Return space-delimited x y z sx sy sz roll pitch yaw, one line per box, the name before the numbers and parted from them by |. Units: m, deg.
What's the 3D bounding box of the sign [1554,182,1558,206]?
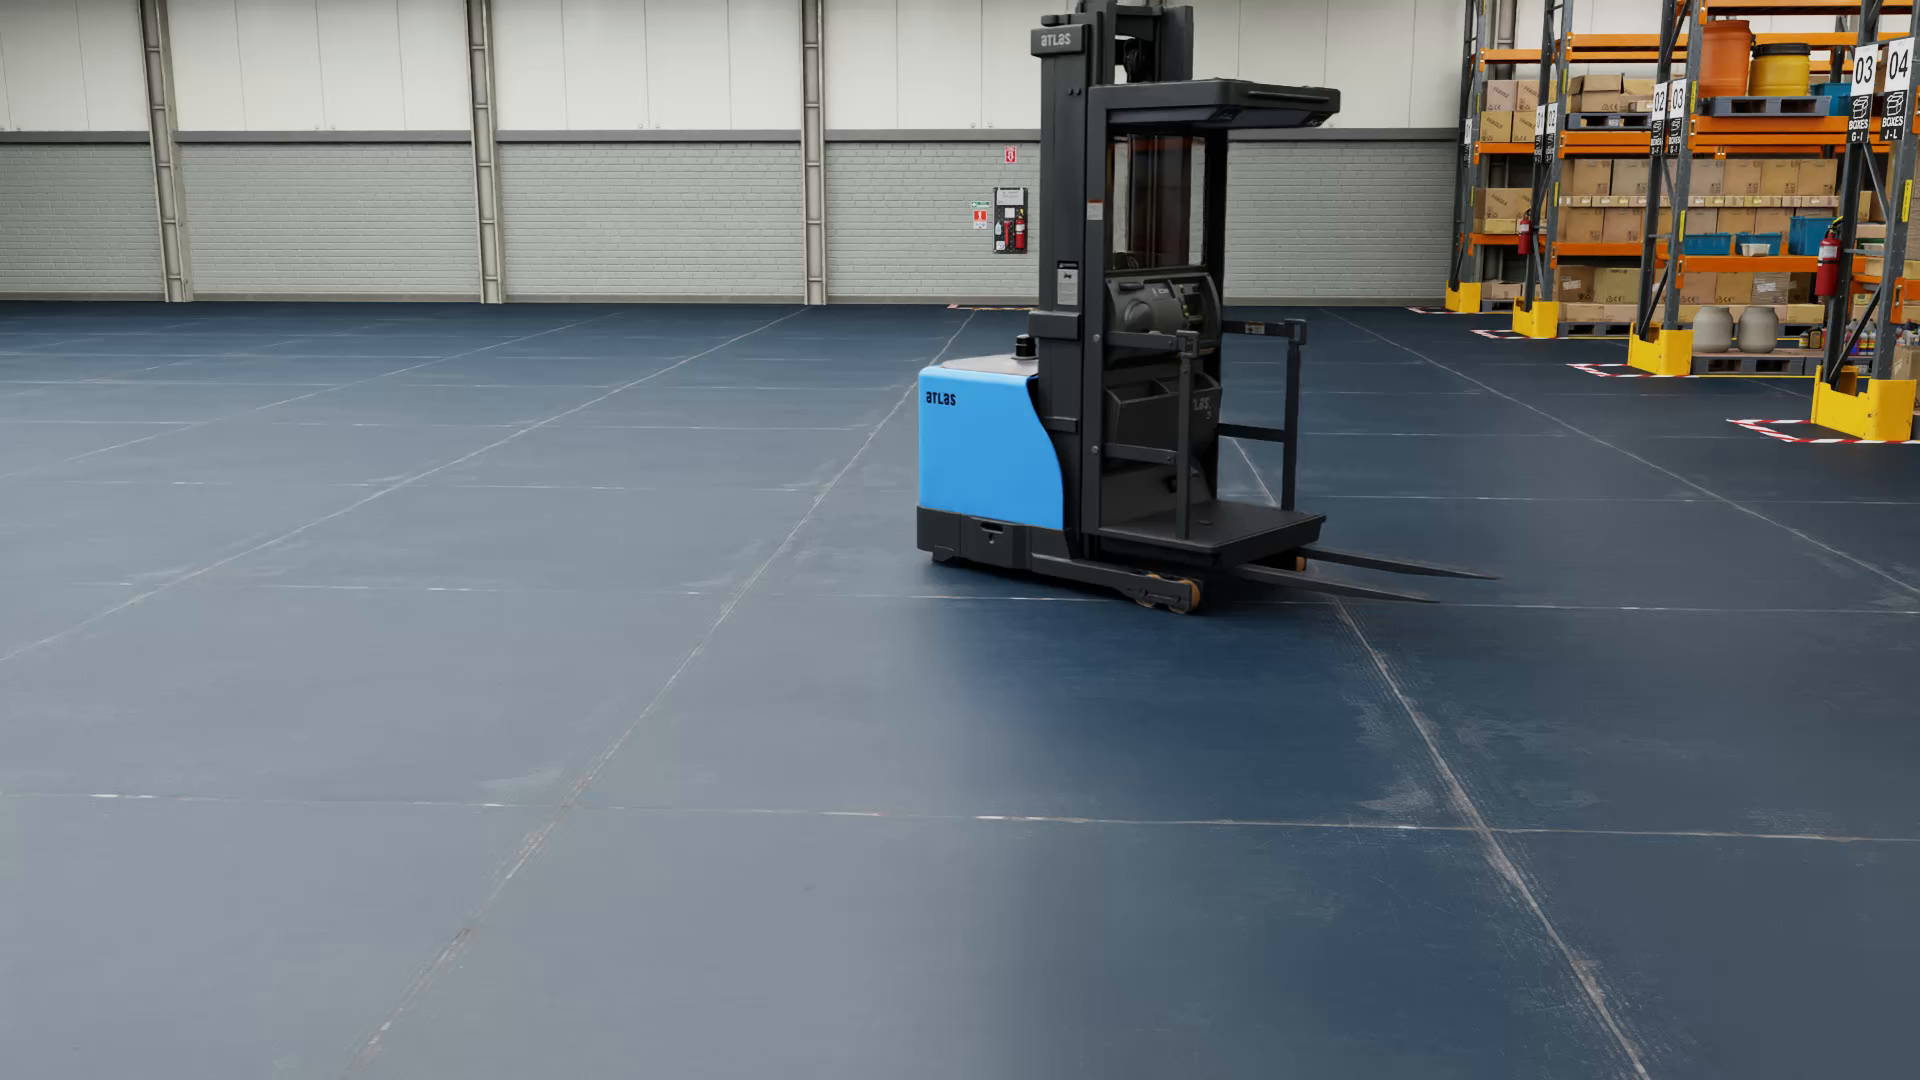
sign | 8.229 -4.773 22.954 0.005 0.325 0.100 1 12 4

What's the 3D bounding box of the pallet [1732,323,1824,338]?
pallet | 11.472 -3.024 23.709 1.213 0.211 1.003 1 12 4

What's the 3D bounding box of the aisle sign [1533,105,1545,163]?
aisle sign | 8.226 -5.758 23.617 0.004 0.787 0.394 1 12 4

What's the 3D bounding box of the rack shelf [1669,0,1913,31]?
rack shelf | 9.933 -5.773 18.124 4.000 0.370 1.077 1 12 4

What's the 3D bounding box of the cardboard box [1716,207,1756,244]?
cardboard box | 10.793 -4.437 23.408 0.500 0.500 0.700 1 12 5

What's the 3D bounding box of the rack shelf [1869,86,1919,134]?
rack shelf | 9.602 -3.489 13.553 4.000 0.370 1.077 1 12 4

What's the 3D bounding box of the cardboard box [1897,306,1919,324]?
cardboard box | 13.159 -3.166 23.266 0.500 0.250 0.500 1 12 5

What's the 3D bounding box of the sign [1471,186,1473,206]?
sign | 8.563 -5.749 27.812 0.005 0.325 0.100 1 12 4

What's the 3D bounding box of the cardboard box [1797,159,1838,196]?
cardboard box | 11.820 -5.058 23.210 0.500 0.500 0.700 1 12 4

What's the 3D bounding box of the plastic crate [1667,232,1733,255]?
plastic crate | 8.457 -3.394 19.029 0.616 0.251 0.499 1 12 4

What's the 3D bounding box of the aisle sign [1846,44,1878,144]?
aisle sign | 7.565 -3.735 13.948 0.004 0.787 0.394 1 12 4

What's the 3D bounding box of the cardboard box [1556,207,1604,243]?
cardboard box | 8.737 -4.464 23.539 0.500 0.500 0.700 1 12 4

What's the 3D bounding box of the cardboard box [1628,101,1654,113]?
cardboard box | 9.434 -5.991 23.004 0.250 0.149 0.380 1 12 4

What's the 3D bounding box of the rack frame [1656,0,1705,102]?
rack frame | 7.937 -6.349 18.140 0.127 3.000 1.000 1 12 4

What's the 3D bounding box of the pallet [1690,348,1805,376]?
pallet | 8.826 -2.044 19.023 1.213 0.211 1.003 1 12 4

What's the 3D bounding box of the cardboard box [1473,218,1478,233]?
cardboard box | 9.079 -5.406 28.602 0.500 0.250 0.500 1 12 5

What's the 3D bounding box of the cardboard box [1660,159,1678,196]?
cardboard box | 9.818 -5.086 23.341 0.500 0.500 0.700 1 12 4

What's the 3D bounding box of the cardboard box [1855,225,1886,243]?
cardboard box | 12.757 -4.298 23.356 0.500 0.250 0.500 2 12 7

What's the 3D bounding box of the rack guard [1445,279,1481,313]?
rack guard | 8.675 -4.212 28.681 0.348 0.500 1.175 1 12 4

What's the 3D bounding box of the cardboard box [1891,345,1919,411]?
cardboard box | 8.228 -1.371 14.073 0.500 0.500 0.500 3 12 14

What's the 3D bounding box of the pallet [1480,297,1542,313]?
pallet | 9.483 -4.052 28.623 1.213 0.211 1.003 1 12 4

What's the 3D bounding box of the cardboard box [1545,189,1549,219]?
cardboard box | 10.063 -5.655 27.960 0.500 0.500 0.500 0 12 2

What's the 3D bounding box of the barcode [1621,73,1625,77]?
barcode | 11.232 -7.886 28.178 0.075 0.075 0.001 1 12 4

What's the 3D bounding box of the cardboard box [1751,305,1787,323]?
cardboard box | 11.288 -3.200 23.428 0.500 0.250 0.500 1 12 4

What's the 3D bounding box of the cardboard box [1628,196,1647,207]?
cardboard box | 9.413 -4.731 23.228 0.250 0.149 0.380 1 12 3

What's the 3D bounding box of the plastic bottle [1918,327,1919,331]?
plastic bottle | 10.998 -2.311 19.077 0.097 0.271 0.097 0 12 0

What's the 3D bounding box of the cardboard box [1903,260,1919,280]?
cardboard box | 7.875 -2.225 13.692 0.250 0.149 0.380 1 12 4

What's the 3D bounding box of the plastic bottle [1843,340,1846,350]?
plastic bottle | 9.829 -2.168 18.566 0.097 0.201 0.097 0 12 0

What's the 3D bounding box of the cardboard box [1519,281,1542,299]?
cardboard box | 9.852 -4.300 28.490 0.500 0.311 0.500 2 12 8

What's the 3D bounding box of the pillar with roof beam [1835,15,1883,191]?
pillar with roof beam | 15.054 -7.578 24.018 0.400 9.000 9.100 1 12 4

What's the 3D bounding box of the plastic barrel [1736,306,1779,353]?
plastic barrel | 9.099 -2.400 18.965 0.421 0.512 0.421 0 12 0

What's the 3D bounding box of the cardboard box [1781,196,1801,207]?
cardboard box | 11.469 -4.703 23.095 0.250 0.149 0.380 0 12 2

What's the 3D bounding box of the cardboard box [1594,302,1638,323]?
cardboard box | 9.291 -3.225 23.549 0.500 0.250 0.500 1 12 4

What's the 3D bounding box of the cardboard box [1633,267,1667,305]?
cardboard box | 9.791 -3.587 23.450 0.500 0.500 0.500 1 12 4

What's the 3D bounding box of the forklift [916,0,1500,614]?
forklift | 1.200 -1.198 8.338 3.031 2.935 1.130 10 16 40

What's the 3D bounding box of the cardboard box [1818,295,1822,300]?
cardboard box | 14.351 -4.355 28.290 0.500 0.500 0.700 1 12 4

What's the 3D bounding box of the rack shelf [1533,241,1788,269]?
rack shelf | 10.268 -4.045 23.535 4.000 0.370 1.077 1 12 4

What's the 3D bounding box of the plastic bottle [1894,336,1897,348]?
plastic bottle | 10.369 -2.195 18.524 0.097 0.271 0.097 0 12 0

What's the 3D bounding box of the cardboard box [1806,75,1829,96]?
cardboard box | 11.778 -6.221 23.246 0.500 0.500 0.500 2 12 8

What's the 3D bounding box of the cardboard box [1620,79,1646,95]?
cardboard box | 11.003 -7.360 27.564 0.500 0.500 0.500 0 12 2

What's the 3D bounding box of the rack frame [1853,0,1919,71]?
rack frame | 7.606 -5.337 13.303 0.127 3.000 1.000 1 12 4

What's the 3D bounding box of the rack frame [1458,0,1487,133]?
rack frame | 8.599 -8.373 27.816 0.127 3.000 1.000 1 12 4

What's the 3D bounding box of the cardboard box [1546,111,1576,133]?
cardboard box | 9.968 -6.887 27.745 0.500 0.500 0.500 1 12 6

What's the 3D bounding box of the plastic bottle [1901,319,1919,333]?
plastic bottle | 10.962 -2.375 19.190 0.185 0.351 0.144 0 12 1

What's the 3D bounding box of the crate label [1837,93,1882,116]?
crate label | 9.783 -4.715 18.018 0.408 0.251 0.502 1 12 4

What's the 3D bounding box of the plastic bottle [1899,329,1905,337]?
plastic bottle | 10.597 -2.225 18.639 0.133 0.283 0.061 1 12 4

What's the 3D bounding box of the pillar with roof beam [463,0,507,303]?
pillar with roof beam | -8.892 -7.907 25.588 0.400 9.000 9.100 1 12 4

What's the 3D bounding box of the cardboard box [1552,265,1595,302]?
cardboard box | 8.827 -3.704 24.009 0.500 0.500 0.500 1 12 4

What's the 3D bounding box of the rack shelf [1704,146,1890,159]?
rack shelf | 14.586 -6.470 27.804 4.000 0.370 1.077 1 12 4

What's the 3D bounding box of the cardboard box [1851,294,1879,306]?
cardboard box | 12.659 -3.447 23.241 0.500 0.311 0.500 1 12 4

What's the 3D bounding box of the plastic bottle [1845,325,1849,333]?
plastic bottle | 10.187 -2.348 19.244 0.135 0.276 0.152 0 12 2

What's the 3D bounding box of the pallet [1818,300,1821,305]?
pallet | 14.588 -3.990 28.327 1.213 0.211 1.003 1 12 4

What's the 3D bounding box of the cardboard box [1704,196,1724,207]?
cardboard box | 10.445 -4.717 23.161 0.250 0.149 0.380 1 12 6
